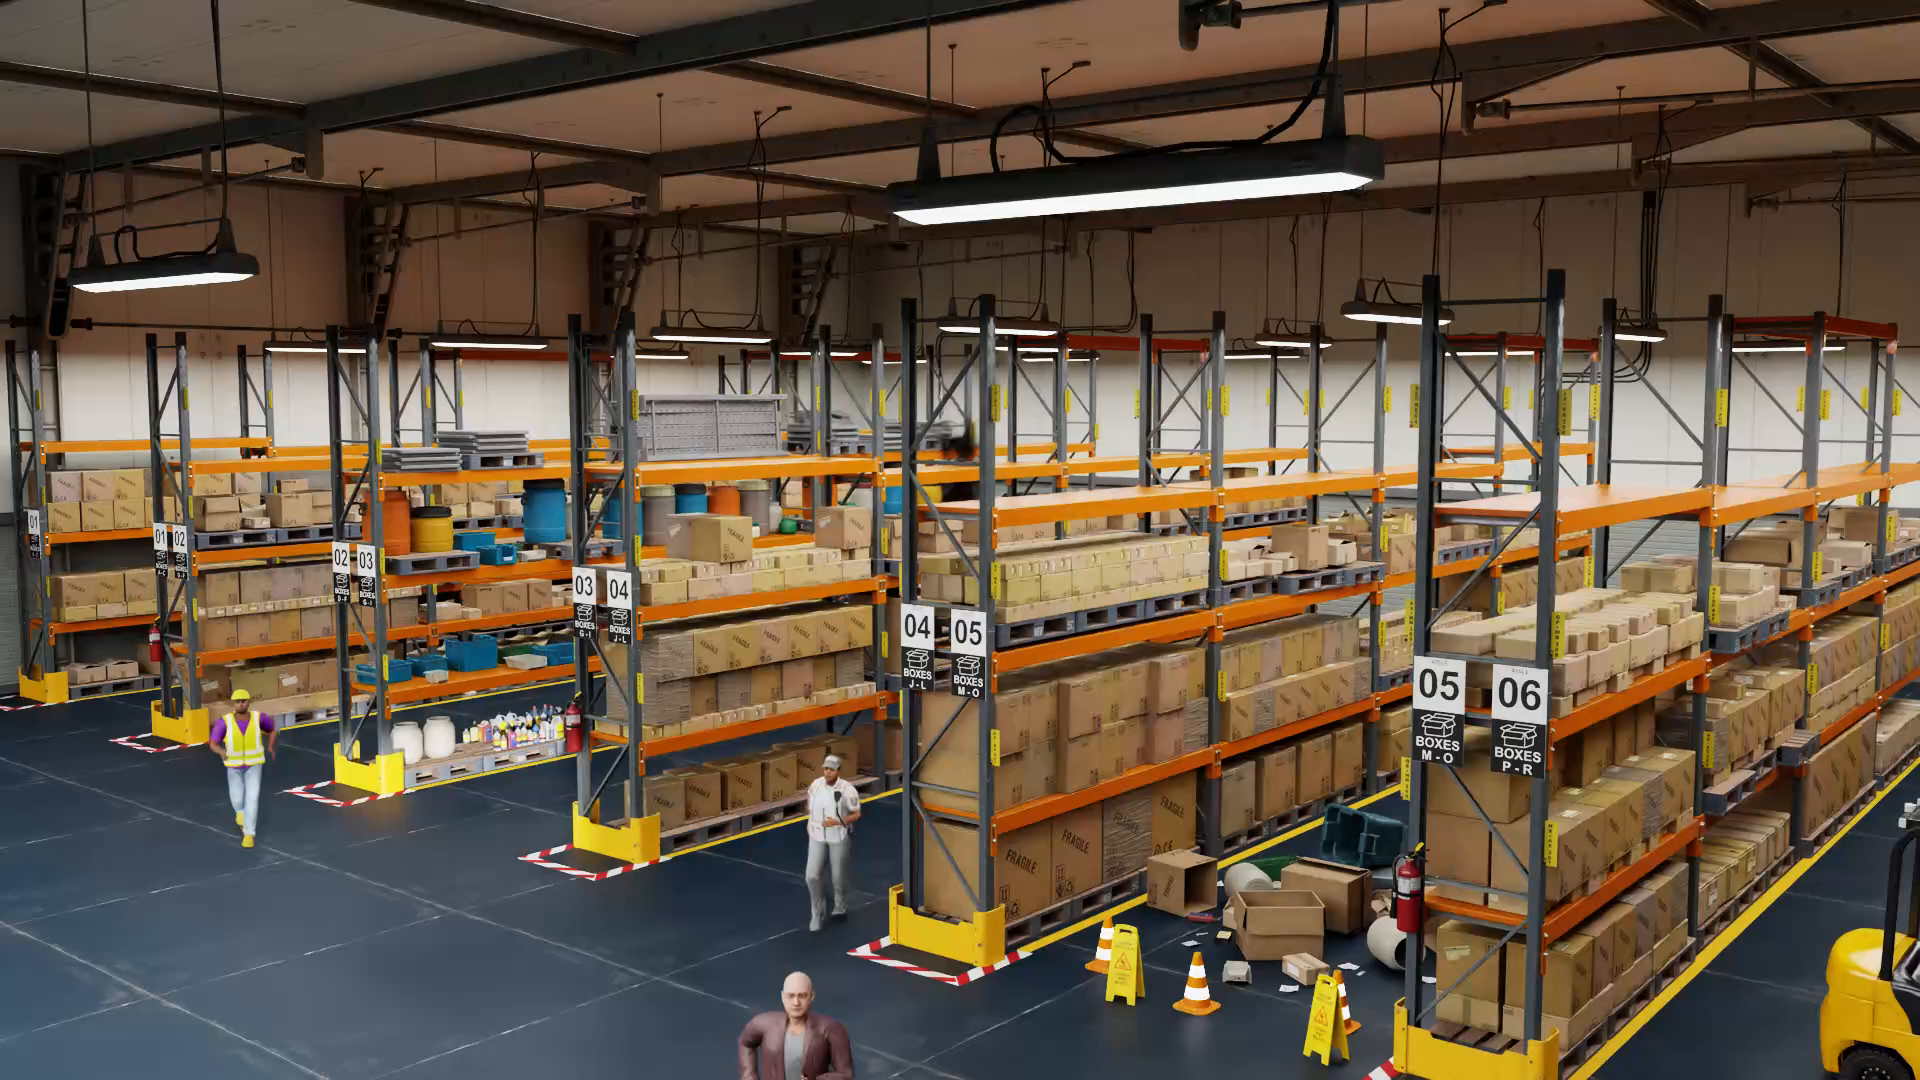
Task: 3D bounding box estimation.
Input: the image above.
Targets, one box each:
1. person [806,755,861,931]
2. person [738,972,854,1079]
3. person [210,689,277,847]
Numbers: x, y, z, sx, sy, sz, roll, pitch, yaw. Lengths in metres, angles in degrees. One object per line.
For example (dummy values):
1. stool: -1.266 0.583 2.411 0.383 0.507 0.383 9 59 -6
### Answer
1. person: -1.238 2.918 16.064 0.609 1.724 0.628 1 5 13
2. person: -0.949 3.417 9.640 0.672 1.841 0.801 -1 5 -6
3. person: -8.198 2.573 19.059 0.709 1.753 0.921 -2 6 -23
